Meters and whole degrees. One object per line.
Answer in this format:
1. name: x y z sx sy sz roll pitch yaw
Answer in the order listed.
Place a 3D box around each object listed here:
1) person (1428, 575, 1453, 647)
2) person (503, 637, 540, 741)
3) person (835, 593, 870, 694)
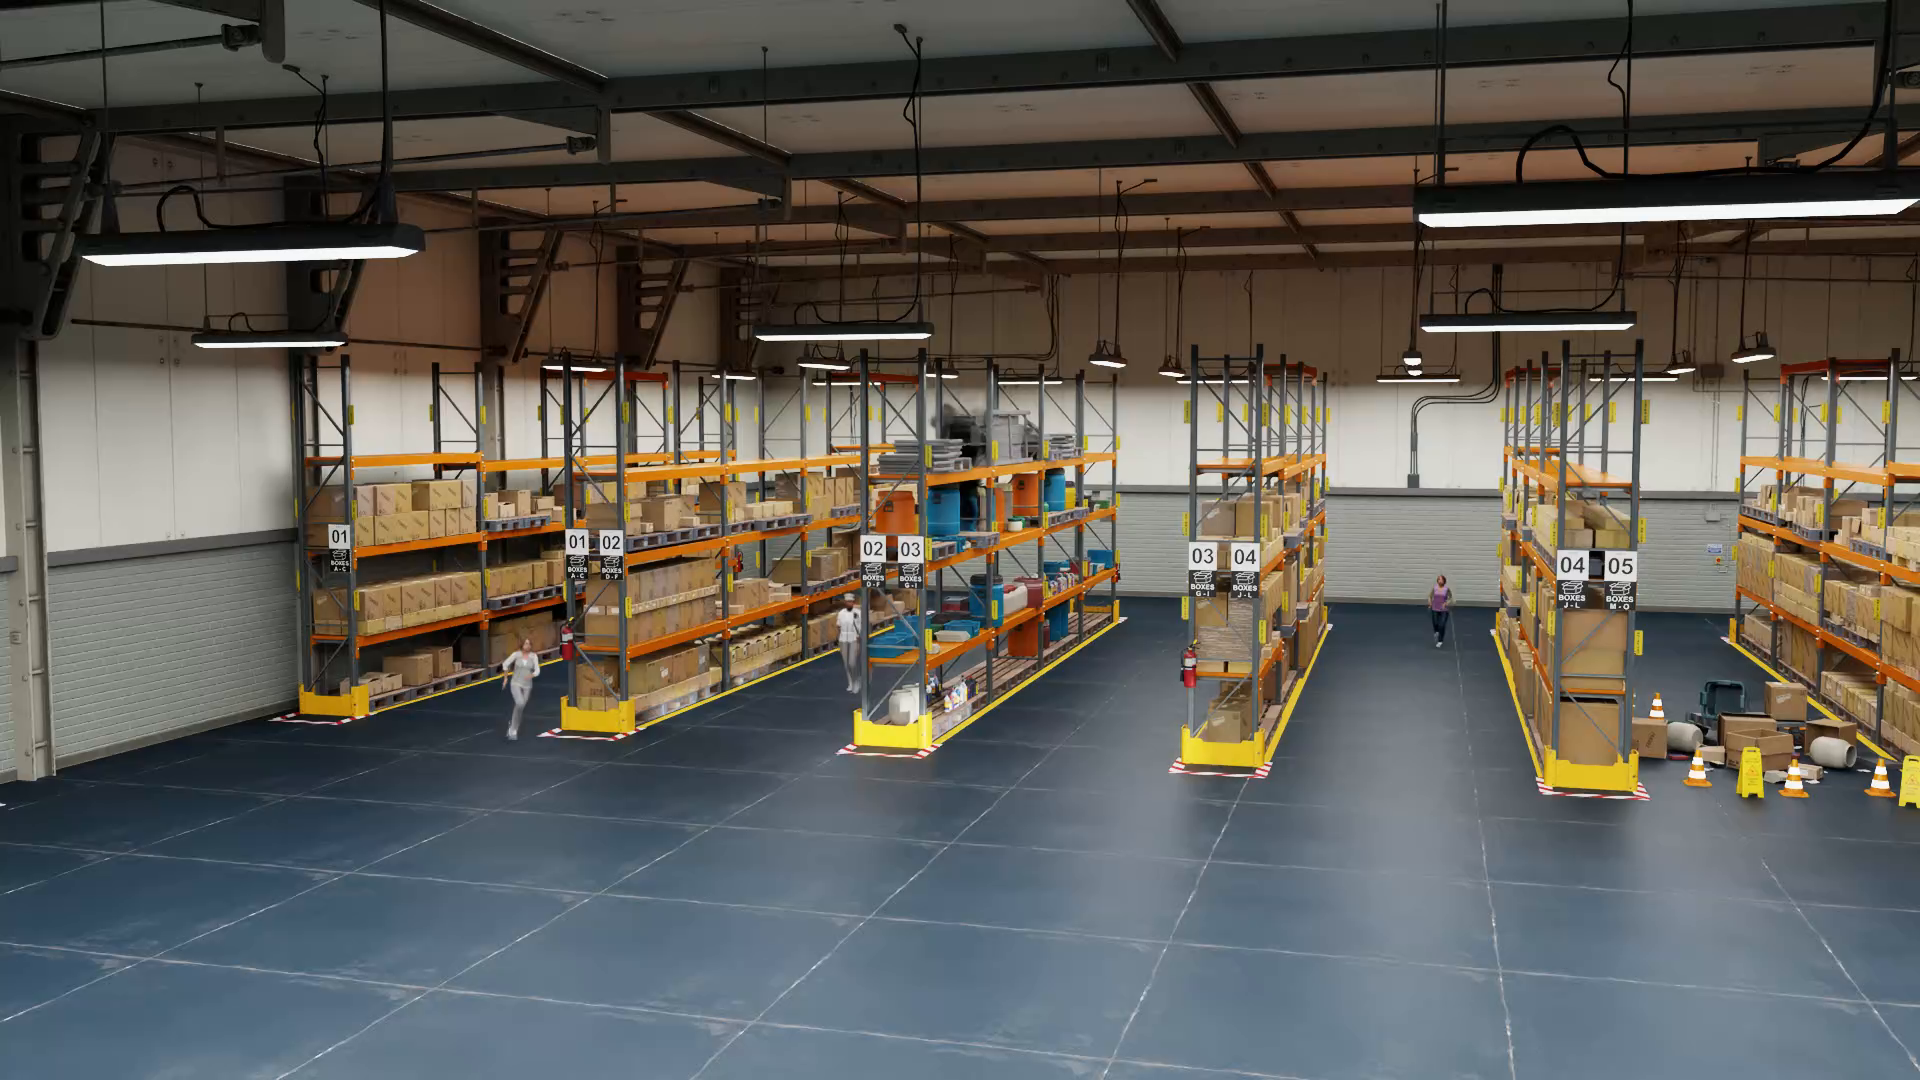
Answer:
1. person: 10.379 1.536 35.965 0.541 1.562 0.543 2 5 20
2. person: -6.762 2.280 25.693 0.528 1.548 0.635 -2 5 -28
3. person: -1.881 1.769 28.322 0.562 1.732 0.582 1 4 15
